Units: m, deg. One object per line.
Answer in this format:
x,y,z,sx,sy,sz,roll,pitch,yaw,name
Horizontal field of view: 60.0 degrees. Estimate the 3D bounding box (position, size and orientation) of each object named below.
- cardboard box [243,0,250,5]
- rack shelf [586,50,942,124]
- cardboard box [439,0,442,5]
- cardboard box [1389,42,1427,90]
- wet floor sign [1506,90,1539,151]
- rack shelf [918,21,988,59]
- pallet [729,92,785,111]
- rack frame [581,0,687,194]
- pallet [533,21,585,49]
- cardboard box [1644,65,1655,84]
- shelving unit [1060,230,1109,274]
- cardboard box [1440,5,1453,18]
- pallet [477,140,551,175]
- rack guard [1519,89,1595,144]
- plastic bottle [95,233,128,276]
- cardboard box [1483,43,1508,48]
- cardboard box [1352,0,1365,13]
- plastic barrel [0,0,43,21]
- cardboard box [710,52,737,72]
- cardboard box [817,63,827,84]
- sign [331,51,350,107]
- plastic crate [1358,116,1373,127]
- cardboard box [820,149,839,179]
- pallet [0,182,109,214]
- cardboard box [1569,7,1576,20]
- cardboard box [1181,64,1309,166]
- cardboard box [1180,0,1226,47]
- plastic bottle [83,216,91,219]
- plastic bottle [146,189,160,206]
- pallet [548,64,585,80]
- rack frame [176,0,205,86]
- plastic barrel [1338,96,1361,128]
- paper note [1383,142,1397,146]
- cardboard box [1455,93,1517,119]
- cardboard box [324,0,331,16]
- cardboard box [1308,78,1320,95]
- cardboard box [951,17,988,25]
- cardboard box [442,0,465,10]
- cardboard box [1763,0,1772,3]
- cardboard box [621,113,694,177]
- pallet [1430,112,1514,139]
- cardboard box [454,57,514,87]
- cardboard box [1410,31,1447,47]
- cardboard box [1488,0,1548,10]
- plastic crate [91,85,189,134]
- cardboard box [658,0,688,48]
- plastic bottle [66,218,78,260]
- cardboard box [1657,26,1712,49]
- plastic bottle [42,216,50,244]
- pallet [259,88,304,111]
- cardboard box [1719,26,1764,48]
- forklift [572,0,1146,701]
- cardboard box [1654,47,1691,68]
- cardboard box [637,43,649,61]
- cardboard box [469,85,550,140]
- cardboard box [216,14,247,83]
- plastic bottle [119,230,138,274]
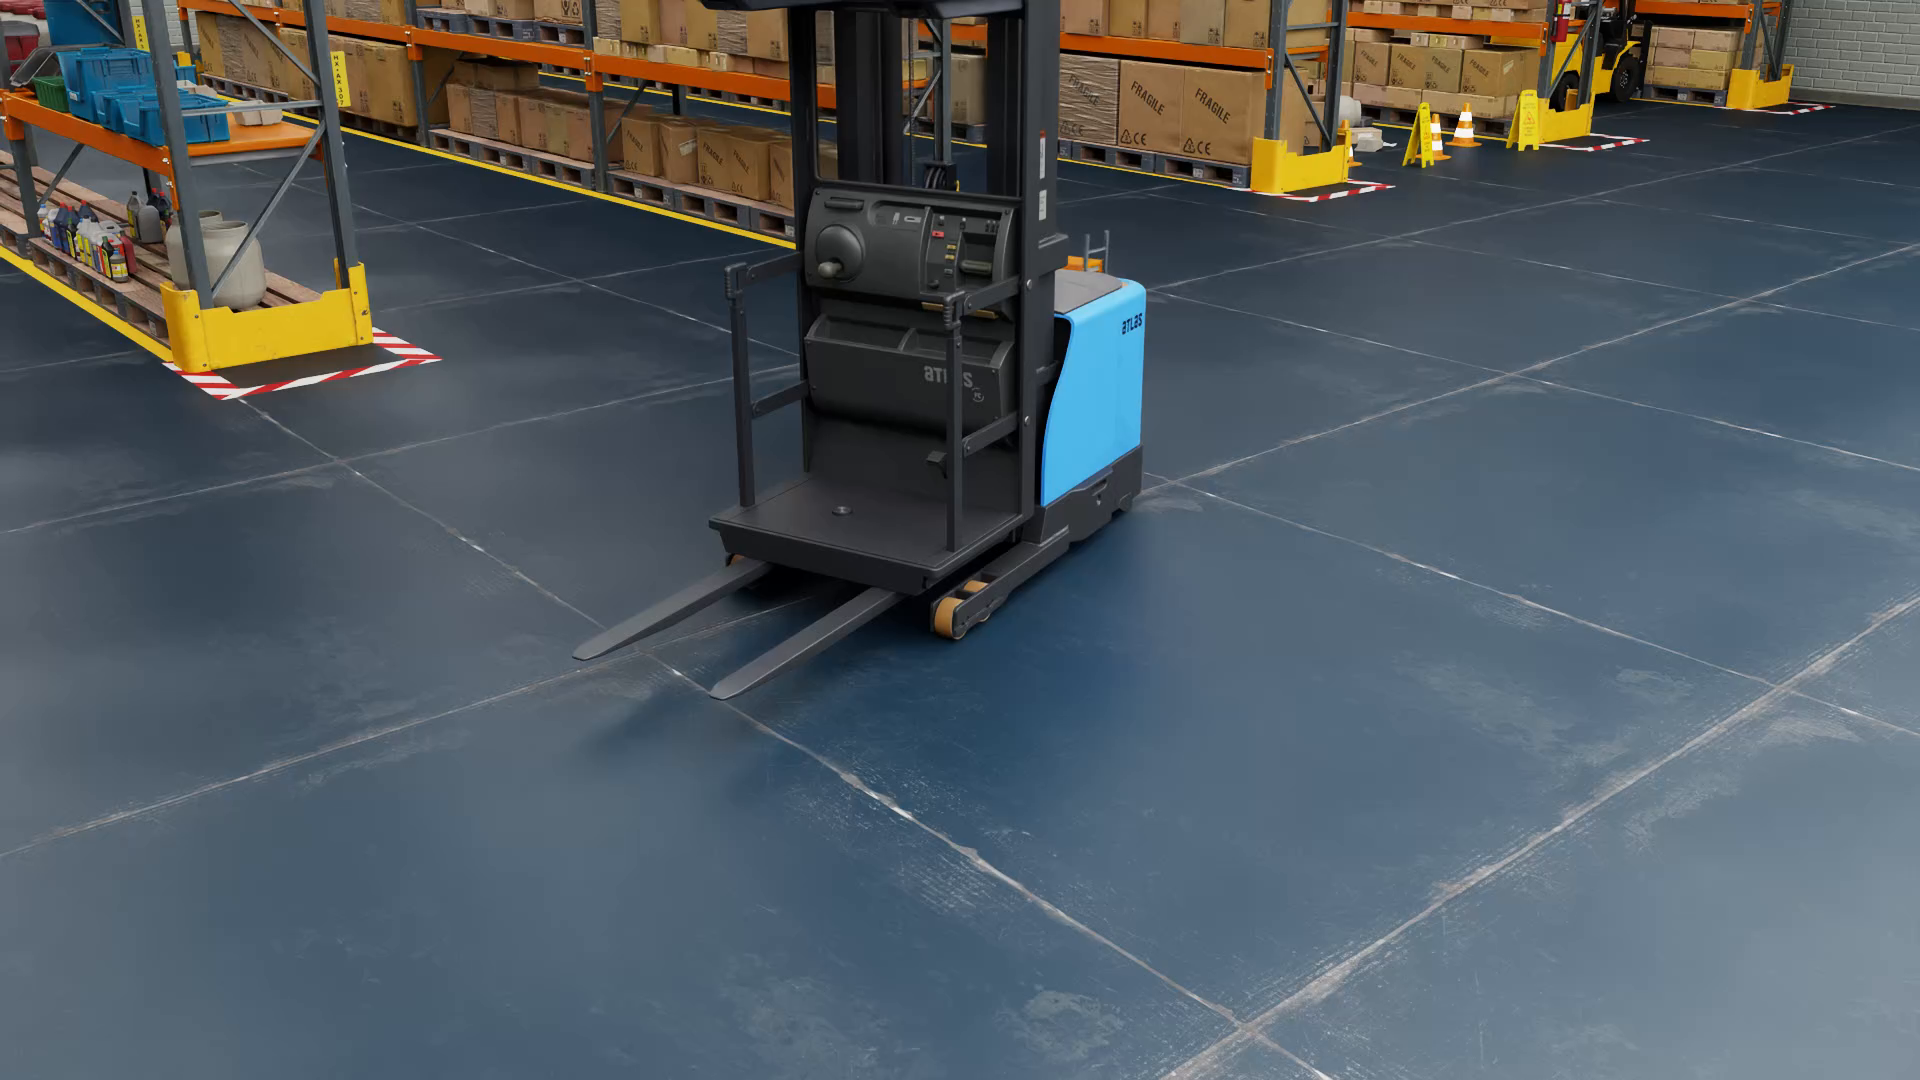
-9.270,-7.171,22.025,0.380,0.149,0.250,-17,27,-36,cardboard box
-1.791,-3.971,14.496,1.077,0.370,4.000,-17,27,-37,rack shelf
-5.819,-6.209,19.087,0.500,0.500,0.500,-16,27,-36,cardboard box
5.634,-5.821,20.398,0.500,0.500,0.500,-18,28,-39,cardboard box
6.335,-4.709,18.622,0.267,0.644,0.232,-8,23,-19,wet floor sign
-0.579,-6.229,20.261,1.077,0.370,4.000,-17,27,-37,rack shelf
-2.393,-6.034,22.601,1.003,0.211,1.213,-17,27,-37,pallet
-3.097,-4.859,15.776,1.000,3.000,0.127,-17,27,-37,rack frame
-3.486,-5.015,16.438,1.003,0.211,1.213,-17,27,-37,pallet
9.596,-6.545,23.276,0.500,0.250,0.500,-17,27,-37,cardboard box
0.417,-0.932,8.194,0.503,1.200,0.258,12,20,27,shelving unit
5.963,-6.336,19.891,0.380,0.149,0.250,-17,27,-37,cardboard box
-4.407,-4.112,17.694,1.003,0.211,1.213,-17,27,-37,pallet
6.972,-4.970,19.487,1.175,0.500,0.348,-17,27,-37,rack guard
-5.913,-1.990,11.584,0.152,0.276,0.135,-17,27,-37,plastic bottle
6.344,-5.816,20.385,0.500,0.500,0.500,-19,28,-39,cardboard box
5.107,-6.671,20.748,0.380,0.149,0.250,-18,27,-38,cardboard box
-8.069,-4.382,14.372,0.433,0.535,0.433,0,21,0,plastic barrel
-1.887,-4.056,14.070,0.380,0.149,0.250,-17,27,-37,cardboard box
-0.991,-3.735,13.252,0.380,0.149,0.250,-17,27,-37,cardboard box
-3.819,-2.833,10.225,0.100,0.325,0.005,-17,27,-37,sign
4.814,-5.229,20.726,0.583,0.080,0.402,12,24,27,plastic crate
-0.881,-2.962,13.784,0.500,0.500,0.500,-12,24,-28,cardboard box
-8.192,-2.926,14.665,1.003,0.211,1.213,-17,27,-37,pallet
6.957,-6.139,19.389,0.380,0.149,0.250,-17,27,-37,cardboard box
2.845,-4.284,16.647,0.875,0.875,0.875,-17,27,-37,cardboard box
2.686,-5.215,16.479,0.875,0.550,0.550,-17,27,-37,cardboard box
-6.450,-2.281,12.332,0.097,0.271,0.097,0,21,0,plastic bottle
-6.210,-2.542,12.889,0.144,0.351,0.185,-18,28,-39,plastic bottle
-5.761,-7.438,26.184,1.003,0.211,1.213,-17,27,-37,pallet
-10.930,-8.174,24.241,1.000,3.000,0.127,-17,27,-37,rack frame
4.526,-5.123,19.984,0.512,0.421,0.421,0,21,-1,plastic barrel
4.897,-4.517,18.976,0.142,0.019,0.148,12,24,27,paper note
6.274,-5.194,19.826,0.500,0.250,0.500,-18,27,-38,cardboard box
-7.553,-6.652,20.217,0.500,0.500,0.500,-18,28,-39,cardboard box
4.591,-5.906,21.644,0.500,0.250,0.500,-19,28,-40,cardboard box
0.183,-6.139,18.906,0.500,0.500,0.500,-18,27,-38,cardboard box
-5.325,-6.066,18.146,0.500,0.500,0.500,18,28,39,cardboard box
10.667,-7.545,22.497,0.500,0.500,0.500,-16,27,-36,cardboard box
-2.866,-3.770,15.849,0.500,0.500,0.500,-18,28,-39,cardboard box
6.469,-5.068,20.134,1.003,0.211,1.213,-17,27,-37,pallet
-5.248,-5.176,18.382,0.500,0.250,0.500,-16,27,-35,cardboard box
5.678,-6.067,20.138,0.380,0.149,0.250,-16,27,-35,cardboard box
6.459,-6.382,19.120,0.500,0.500,0.500,-18,28,-38,cardboard box
-5.211,-2.753,10.604,0.499,0.251,0.408,-17,27,-37,plastic crate
-2.148,-4.644,14.683,0.875,0.500,0.500,-17,27,-37,cardboard box
-6.437,-2.190,12.084,0.061,0.283,0.133,-16,26,-35,plastic bottle
9.905,-6.869,22.731,0.500,0.250,0.500,-17,27,-36,cardboard box
-6.907,-2.361,12.633,0.097,0.201,0.097,0,21,0,plastic bottle
-8.756,-5.999,22.511,1.003,0.211,1.213,-17,27,-37,pallet
10.609,-6.854,22.694,0.500,0.250,0.500,-18,28,-38,cardboard box
-0.317,-1.166,6.442,1.130,2.935,3.031,12,24,28,forklift
9.906,-6.644,22.844,0.500,0.250,0.500,-18,28,-38,cardboard box
-2.677,-4.409,14.973,0.380,0.149,0.250,-17,27,-37,cardboard box
-4.884,-4.674,18.129,0.500,0.500,0.700,20,29,41,cardboard box
-9.858,-6.971,23.507,0.875,0.875,0.875,-17,27,-37,cardboard box
-5.833,-2.019,11.648,0.061,0.283,0.133,-17,27,-37,plastic bottle
